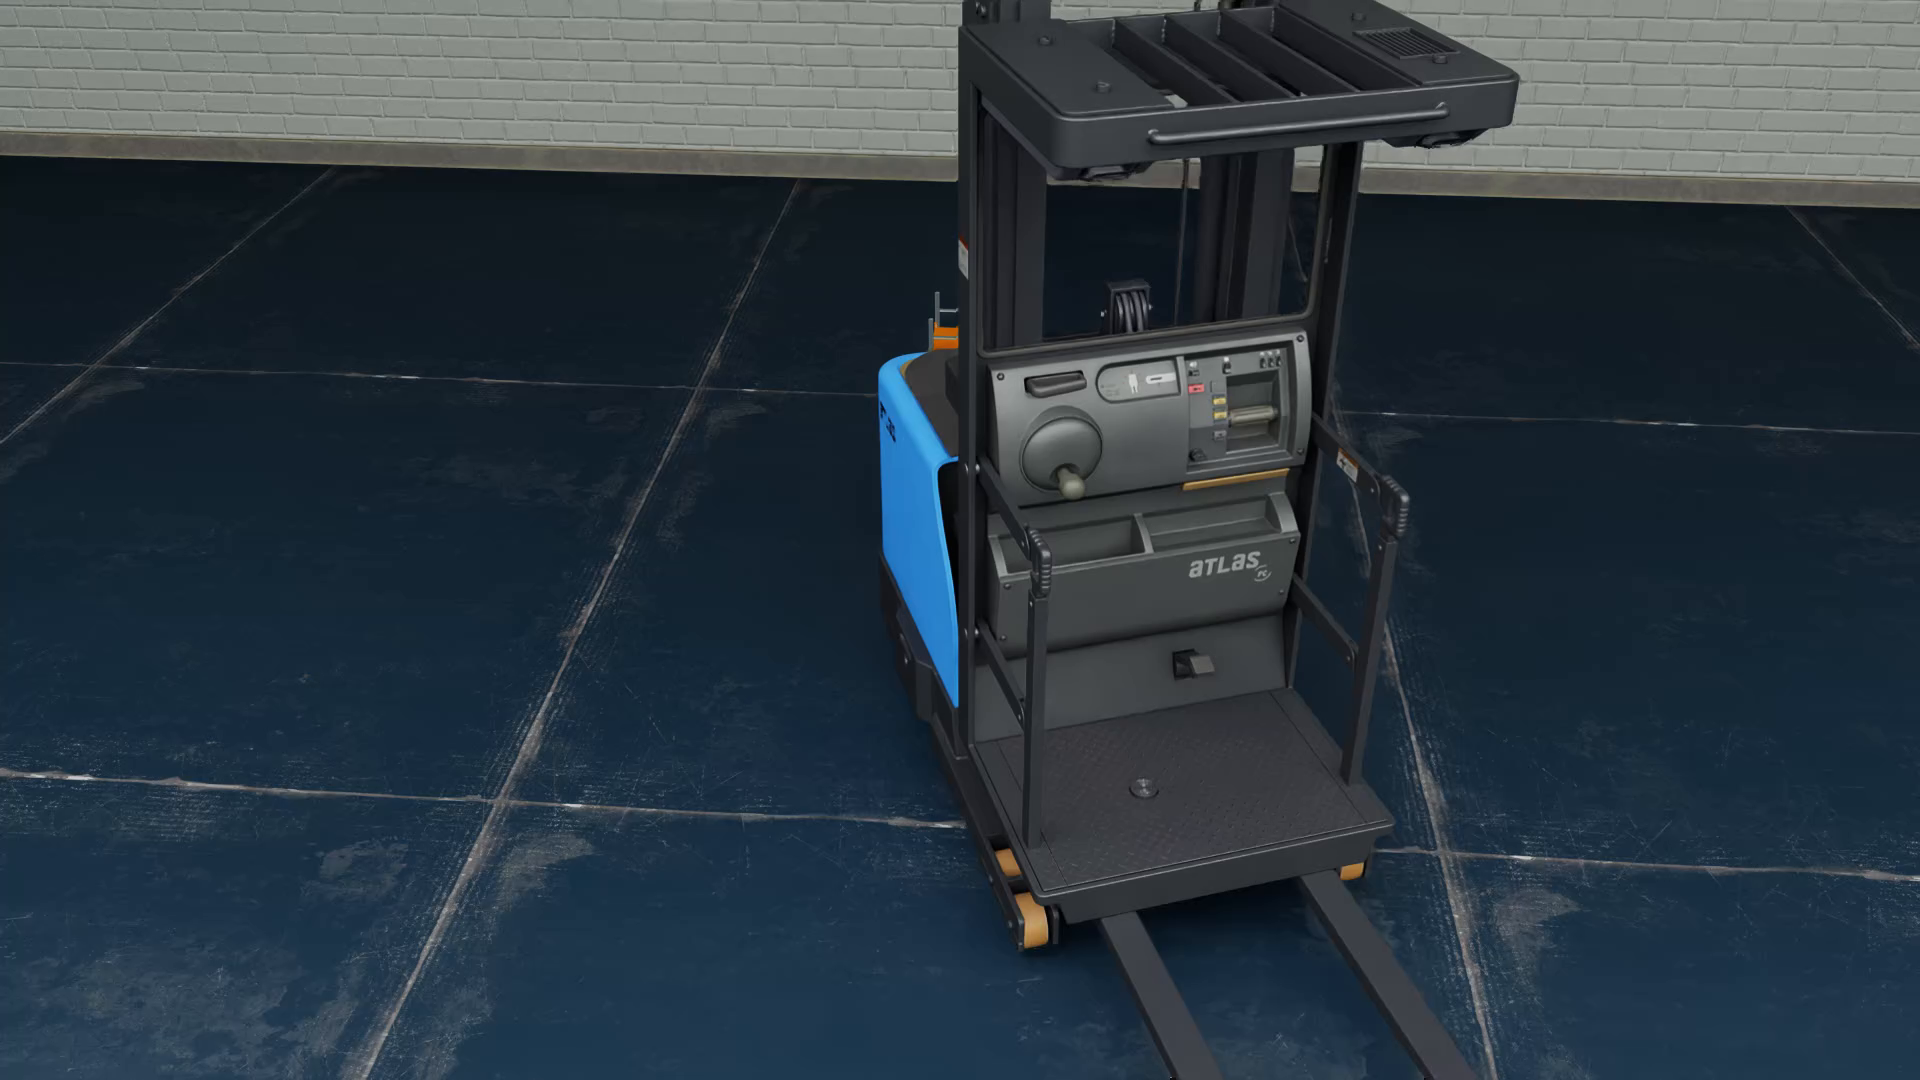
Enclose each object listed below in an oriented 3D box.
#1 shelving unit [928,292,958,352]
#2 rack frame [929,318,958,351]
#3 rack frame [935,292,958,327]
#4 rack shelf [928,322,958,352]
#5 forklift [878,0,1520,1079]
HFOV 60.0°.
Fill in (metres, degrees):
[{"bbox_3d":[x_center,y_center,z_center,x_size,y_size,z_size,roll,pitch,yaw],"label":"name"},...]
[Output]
[{"bbox_3d":[-0.004,-0.419,6.429,0.215,1.050,0.252,2,32,4],"label":"shelving unit"},{"bbox_3d":[-0.014,-0.355,6.326,0.200,1.050,0.008,2,32,4],"label":"rack frame"},{"bbox_3d":[0.006,-0.483,6.533,0.200,1.050,0.008,2,32,4],"label":"rack frame"},{"bbox_3d":[-0.004,-0.652,6.286,0.215,0.259,0.240,2,32,4],"label":"rack shelf"},{"bbox_3d":[0.600,-0.294,4.433,1.130,2.935,3.031,-9,33,-14],"label":"forklift"}]
